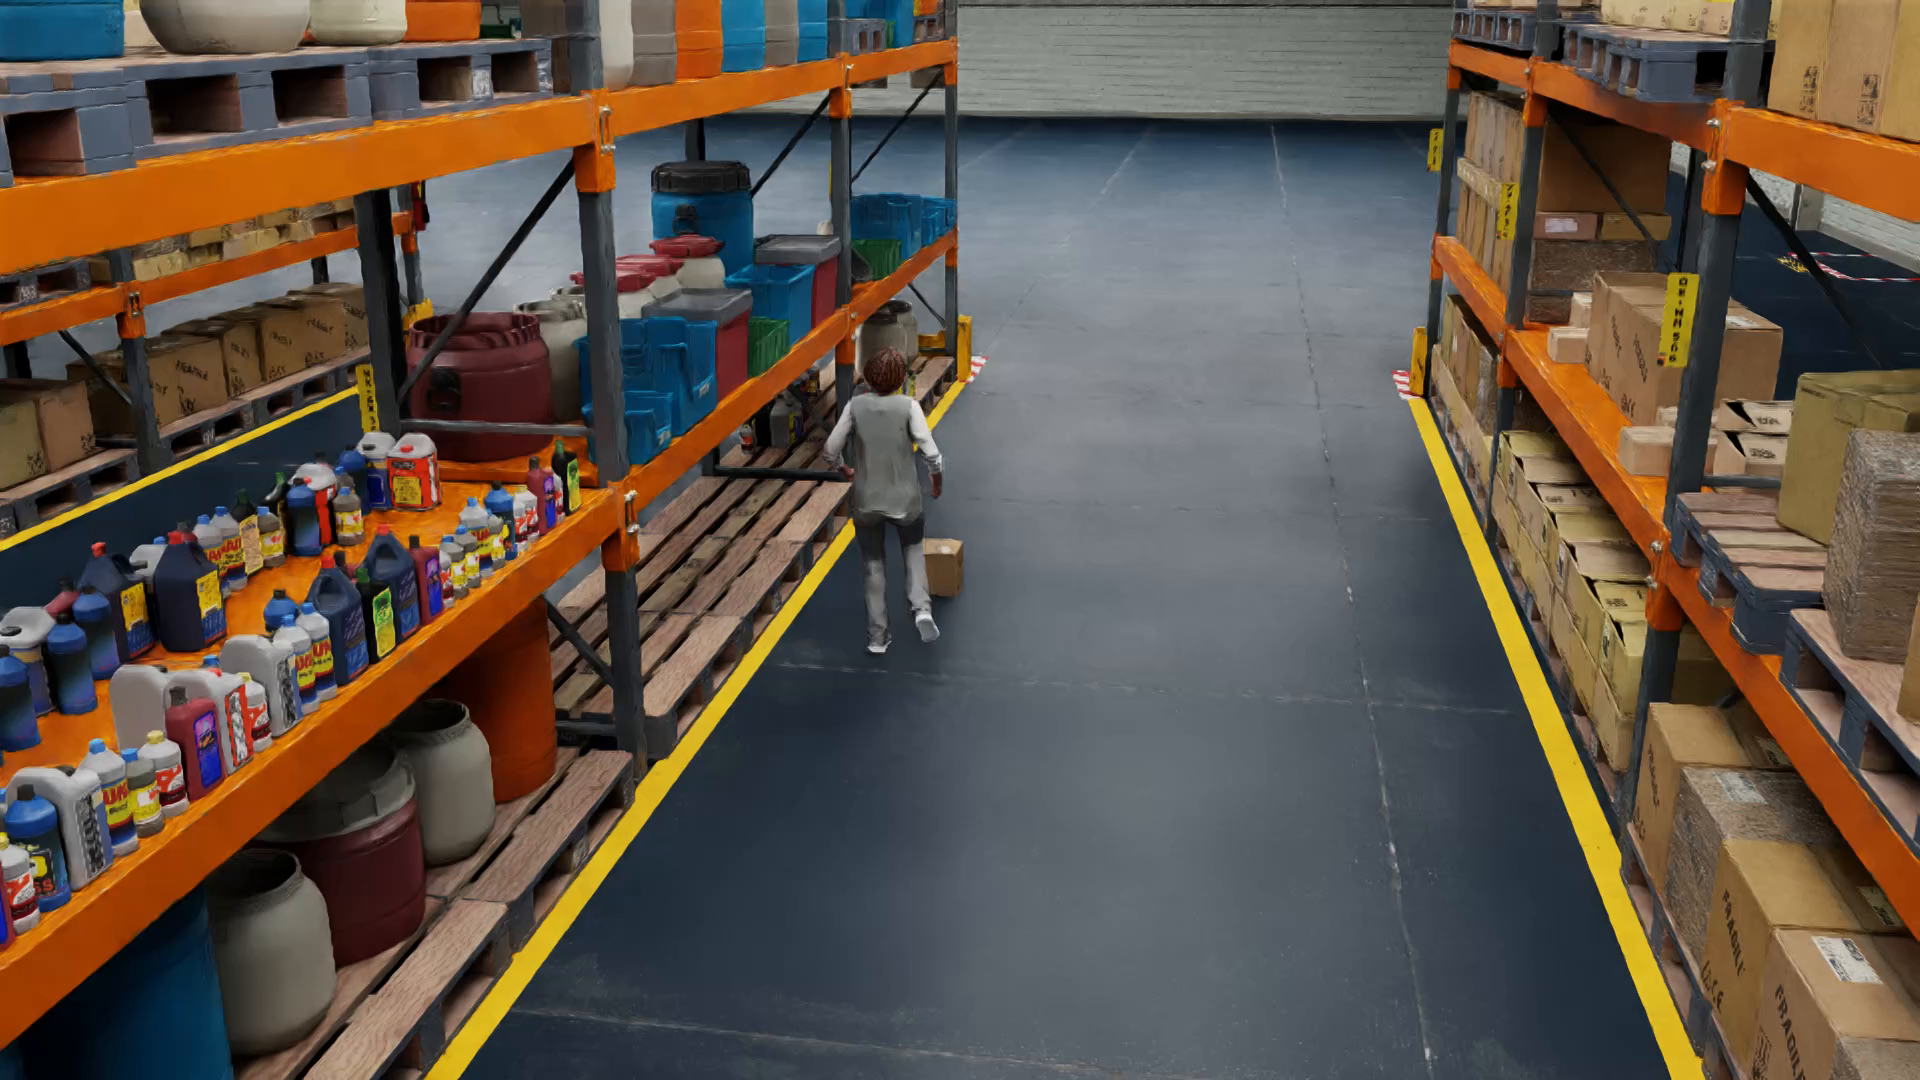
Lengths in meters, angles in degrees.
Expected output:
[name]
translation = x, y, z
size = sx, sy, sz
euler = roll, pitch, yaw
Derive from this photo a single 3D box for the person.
[person]
translation = -0.378, -0.195, 8.227
size = 0.584, 1.562, 0.441
euler = 0, 18, 0
